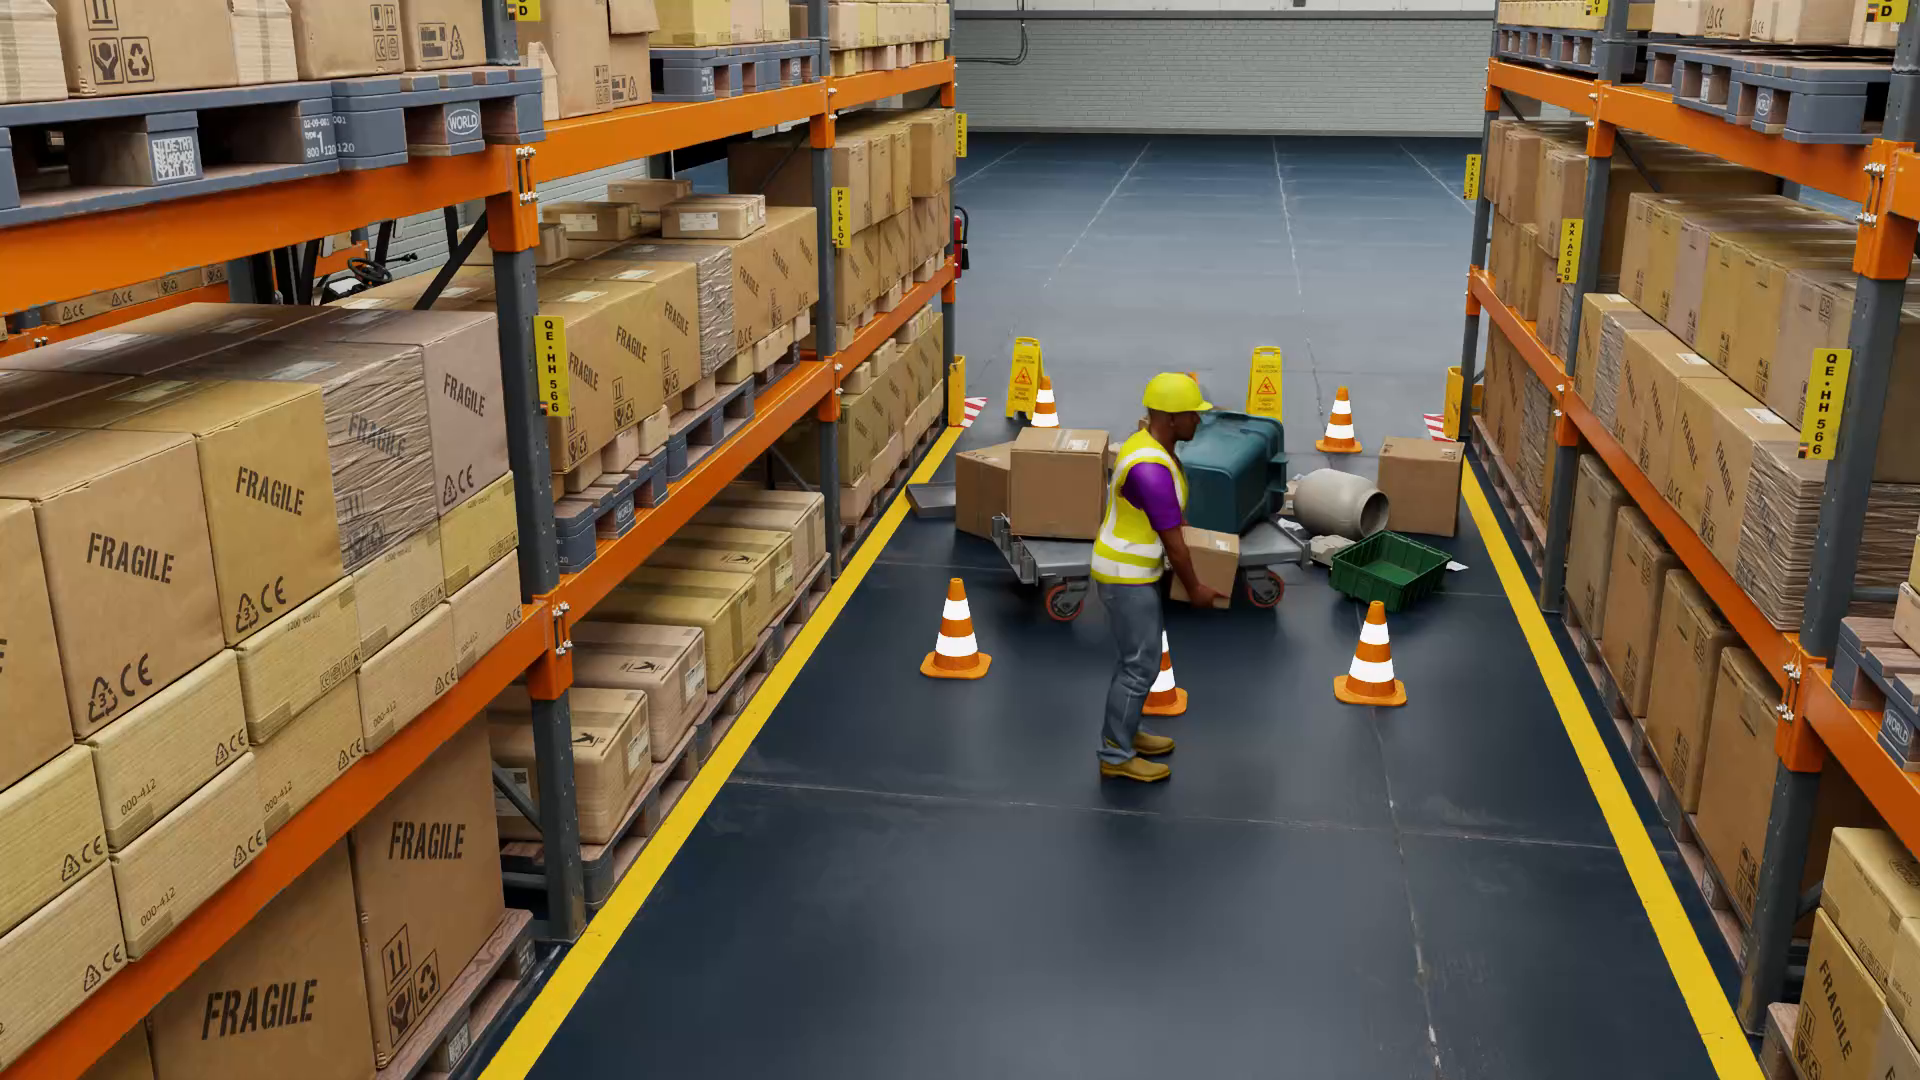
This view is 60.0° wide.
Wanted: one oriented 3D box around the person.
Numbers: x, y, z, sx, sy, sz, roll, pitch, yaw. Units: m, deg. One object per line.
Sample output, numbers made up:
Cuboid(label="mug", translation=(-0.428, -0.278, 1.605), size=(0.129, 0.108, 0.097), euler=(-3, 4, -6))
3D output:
Cuboid(label="person", translation=(0.850, 0.150, 7.076), size=(0.593, 1.746, 0.501), euler=(3, 18, 8))
